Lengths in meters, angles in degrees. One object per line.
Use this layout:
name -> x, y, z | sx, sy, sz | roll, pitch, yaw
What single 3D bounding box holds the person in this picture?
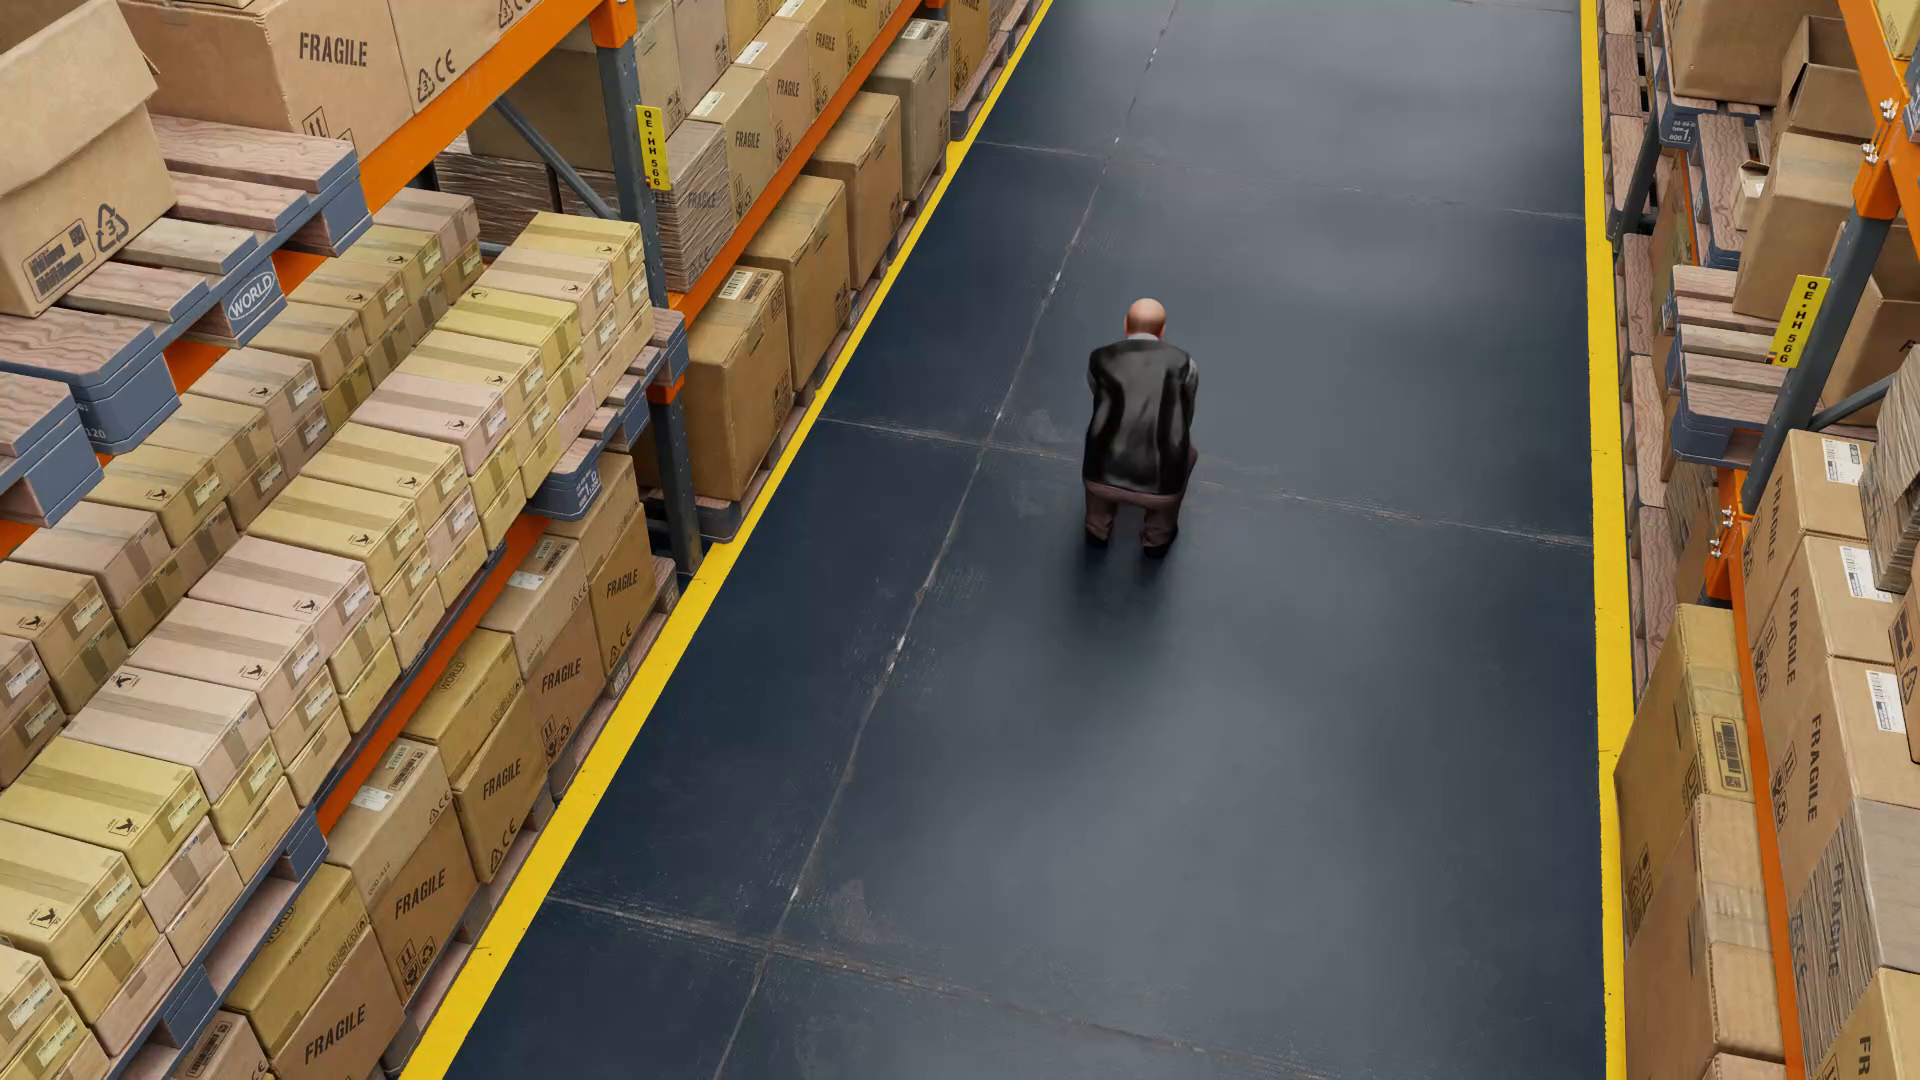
person -> 0.788, -0.475, 7.313 | 0.519, 0.972, 0.876 | 9, 42, 10
